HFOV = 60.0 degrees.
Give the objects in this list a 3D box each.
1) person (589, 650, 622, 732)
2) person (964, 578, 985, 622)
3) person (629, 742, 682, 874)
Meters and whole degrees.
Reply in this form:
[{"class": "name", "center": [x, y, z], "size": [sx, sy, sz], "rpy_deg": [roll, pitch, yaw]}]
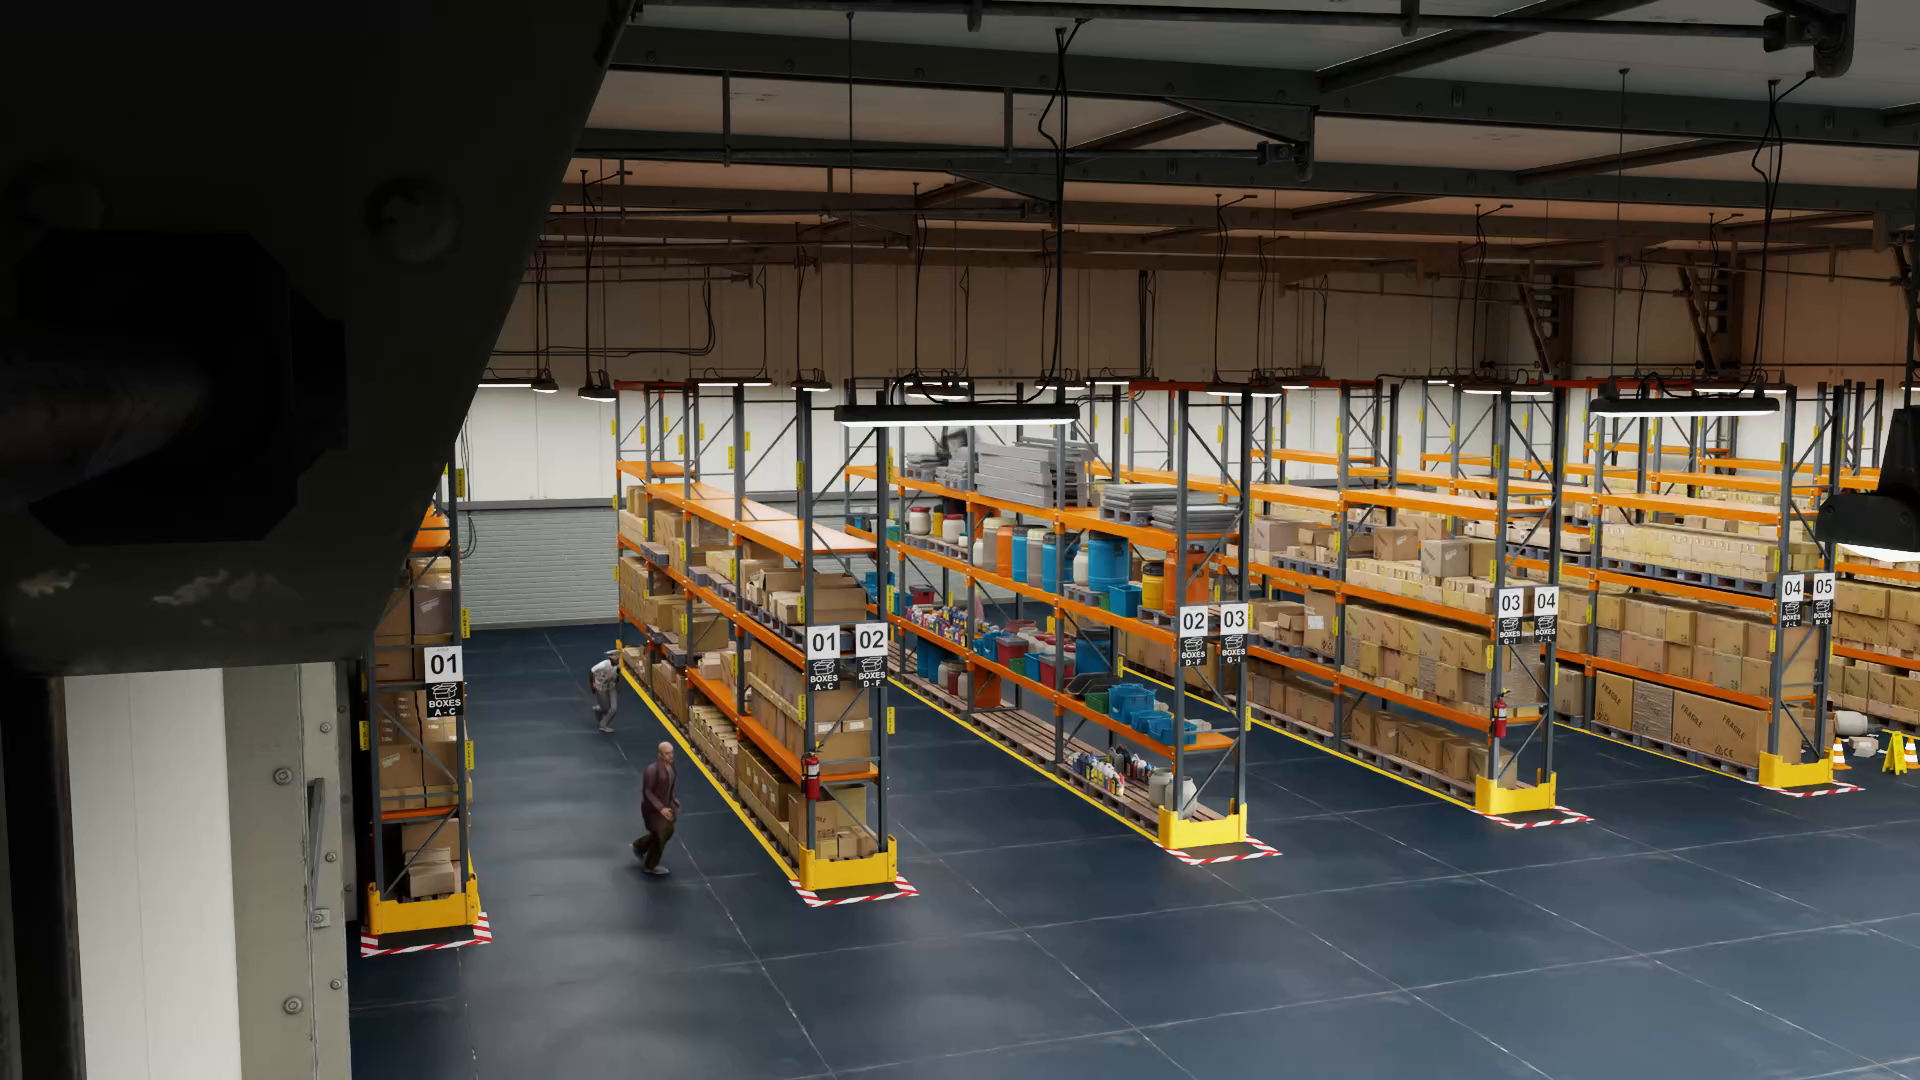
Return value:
[{"class": "person", "center": [-6.118, 2.591, 28.611], "size": [0.591, 1.473, 0.868], "rpy_deg": [-5, 8, -39]}, {"class": "person", "center": [0.356, 1.336, 39.454], "size": [0.957, 1.625, 0.611], "rpy_deg": [1, 6, 13]}, {"class": "person", "center": [-3.809, 3.309, 20.588], "size": [0.792, 1.701, 0.680], "rpy_deg": [2, 6, 19]}]
